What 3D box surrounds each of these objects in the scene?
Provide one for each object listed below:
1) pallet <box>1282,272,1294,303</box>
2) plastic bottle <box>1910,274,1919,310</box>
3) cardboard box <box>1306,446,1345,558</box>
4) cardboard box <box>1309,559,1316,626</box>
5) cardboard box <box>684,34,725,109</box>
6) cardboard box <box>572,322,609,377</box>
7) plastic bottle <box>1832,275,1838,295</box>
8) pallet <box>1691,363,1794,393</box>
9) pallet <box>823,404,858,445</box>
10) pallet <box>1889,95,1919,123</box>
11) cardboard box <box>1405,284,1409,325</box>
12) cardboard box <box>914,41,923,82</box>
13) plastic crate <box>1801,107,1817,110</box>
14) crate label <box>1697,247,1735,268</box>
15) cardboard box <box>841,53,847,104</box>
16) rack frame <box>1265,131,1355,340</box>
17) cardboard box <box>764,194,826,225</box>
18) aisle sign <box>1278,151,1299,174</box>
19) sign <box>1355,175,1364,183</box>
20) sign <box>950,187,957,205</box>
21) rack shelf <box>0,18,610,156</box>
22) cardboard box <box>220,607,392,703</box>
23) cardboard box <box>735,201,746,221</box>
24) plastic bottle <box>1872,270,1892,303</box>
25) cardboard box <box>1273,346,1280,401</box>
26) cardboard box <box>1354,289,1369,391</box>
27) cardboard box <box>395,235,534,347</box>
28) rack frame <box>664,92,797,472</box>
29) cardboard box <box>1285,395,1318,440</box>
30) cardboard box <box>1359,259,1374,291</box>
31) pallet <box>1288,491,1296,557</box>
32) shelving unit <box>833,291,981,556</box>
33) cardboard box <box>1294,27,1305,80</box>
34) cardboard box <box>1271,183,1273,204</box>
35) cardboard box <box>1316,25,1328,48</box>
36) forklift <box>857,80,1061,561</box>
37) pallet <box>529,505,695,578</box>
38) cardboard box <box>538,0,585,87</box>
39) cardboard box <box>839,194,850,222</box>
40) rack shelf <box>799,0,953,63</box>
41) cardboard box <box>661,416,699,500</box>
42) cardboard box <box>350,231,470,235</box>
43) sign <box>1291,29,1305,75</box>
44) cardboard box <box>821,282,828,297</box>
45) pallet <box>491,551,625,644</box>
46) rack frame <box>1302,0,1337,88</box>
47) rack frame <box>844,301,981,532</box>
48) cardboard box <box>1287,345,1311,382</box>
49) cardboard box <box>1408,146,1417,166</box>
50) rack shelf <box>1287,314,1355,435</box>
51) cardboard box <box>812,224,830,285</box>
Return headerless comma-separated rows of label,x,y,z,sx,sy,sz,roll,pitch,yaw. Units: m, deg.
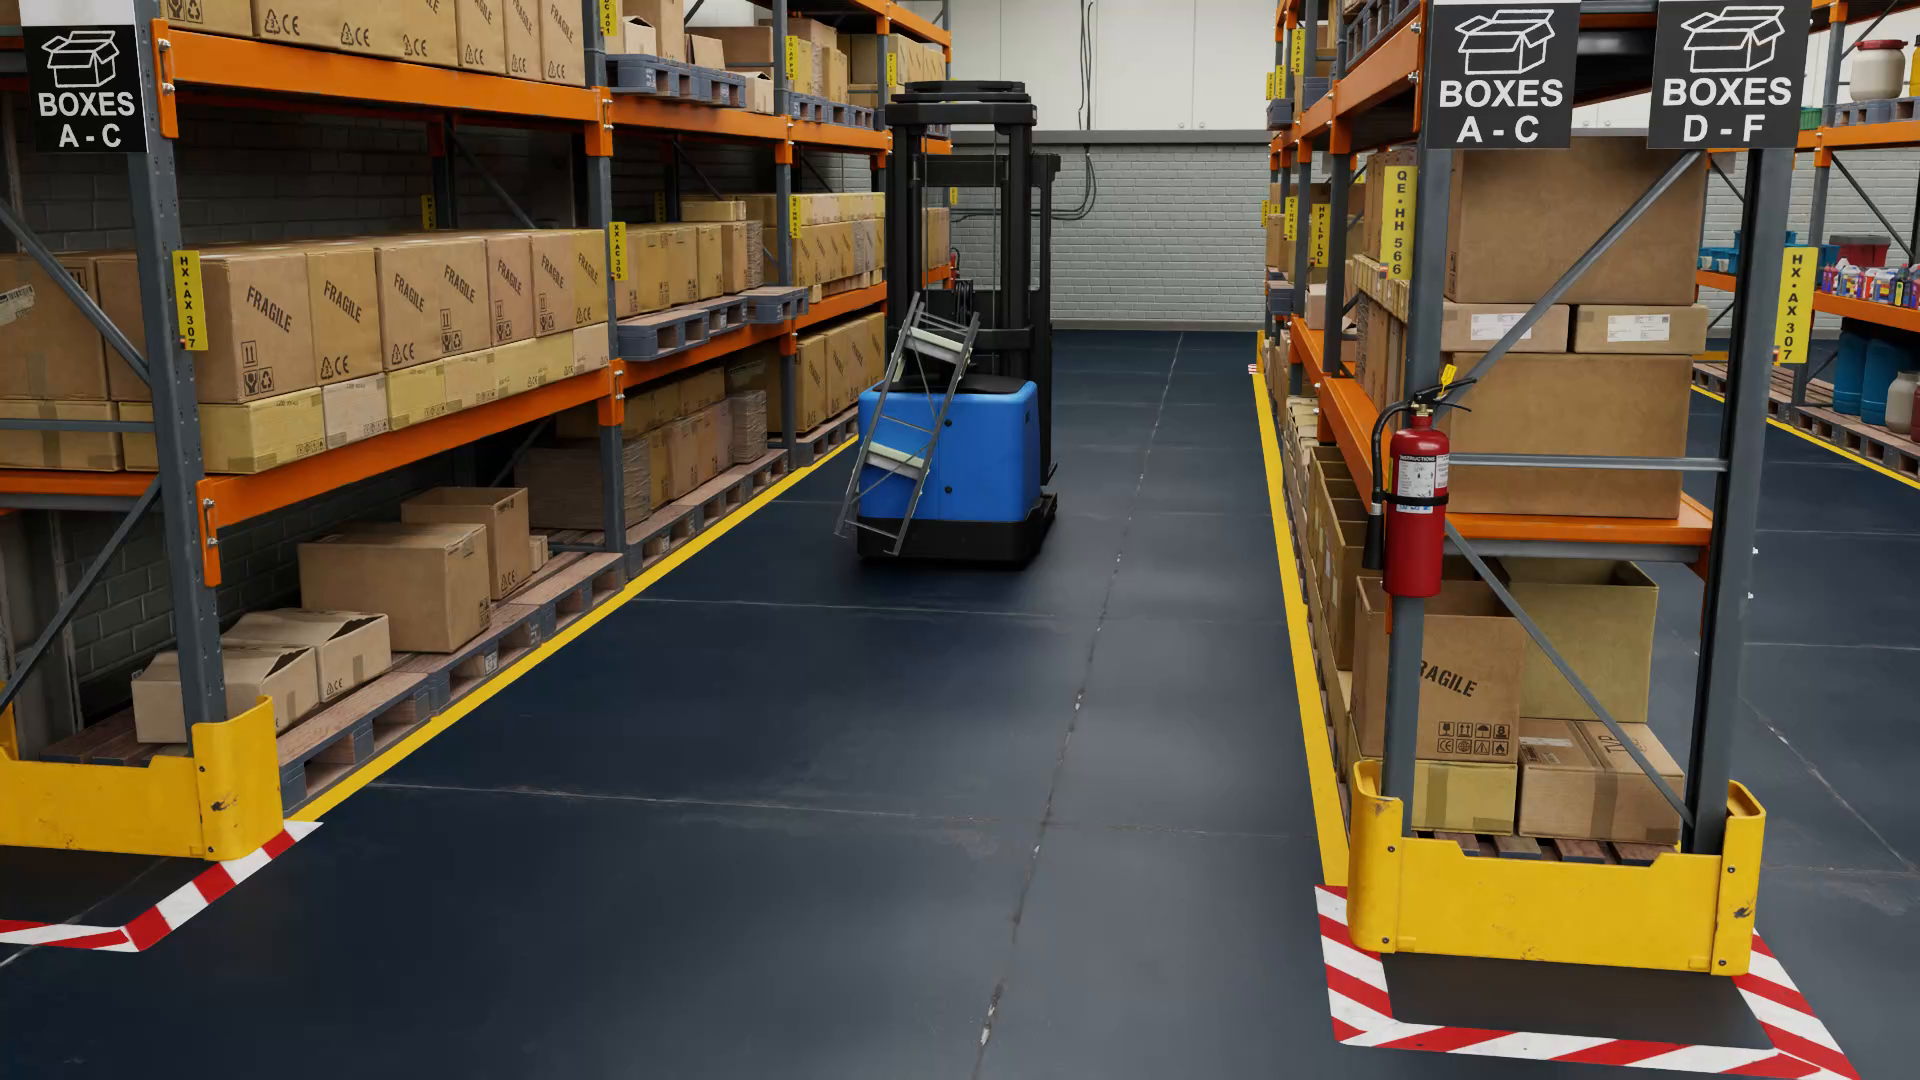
pallet,3.343,-2.200,14.538,1.003,0.211,1.213,2,12,9
plastic bottle,7.759,-2.007,13.461,0.061,0.283,0.133,2,12,9
cardboard box,2.053,-0.198,8.540,0.500,0.500,0.500,2,12,9
cardboard box,1.981,0.273,8.136,0.500,0.250,0.500,2,12,9
cardboard box,-2.137,-3.308,11.813,0.797,0.503,0.637,4,13,17
cardboard box,-2.235,-1.044,9.027,0.500,0.250,0.500,2,12,9
plastic bottle,8.060,-2.348,15.242,0.097,0.201,0.097,0,12,0
pallet,9.008,-1.860,19.121,1.003,0.211,1.213,2,12,9
pallet,-1.461,-1.100,15.599,1.003,0.211,1.213,2,12,9
pallet,8.362,-3.532,13.590,1.003,0.211,1.213,2,12,9
cardboard box,1.808,-0.835,5.973,0.380,0.149,0.250,2,12,9
cardboard box,-0.701,-5.245,18.431,0.500,0.500,0.500,2,12,9
plastic crate,8.383,-4.145,16.383,0.416,0.233,0.300,2,12,9
crate label,8.810,-3.300,19.440,0.416,0.233,0.303,2,12,9
cardboard box,-1.475,-4.432,16.037,0.700,0.500,0.500,1,12,6
rack frame,4.279,-3.554,20.366,1.000,3.000,0.127,2,12,9
cardboard box,-1.440,-2.817,14.176,0.500,0.250,0.500,2,12,8
aisle sign,4.000,-4.849,20.202,0.394,0.787,0.004,2,12,9
sign,4.825,-4.253,20.108,0.100,0.325,0.005,2,12,9
sign,-0.082,-4.375,20.865,0.100,0.325,0.005,2,12,9
rack shelf,-2.769,-1.914,7.344,1.077,0.370,4.000,2,12,9
cardboard box,-2.794,0.456,7.095,0.500,0.311,0.500,3,13,13
cardboard box,-1.870,-2.557,12.917,0.380,0.149,0.250,0,12,1
plastic bottle,7.932,-2.175,14.259,0.152,0.276,0.135,2,12,9
cardboard box,3.349,-1.622,16.289,0.500,0.500,0.500,1,12,6
cardboard box,2.372,-1.013,8.335,0.700,0.500,0.500,2,12,7
cardboard box,-2.388,-1.202,7.980,0.500,0.500,0.500,2,12,7
rack frame,-1.846,-2.049,13.380,1.000,3.000,0.127,2,12,9
cardboard box,2.678,-0.925,12.363,0.500,0.311,0.500,2,12,11
cardboard box,2.125,-1.267,7.974,0.380,0.149,0.250,2,12,7
pallet,2.694,-0.103,10.968,1.003,0.211,1.213,2,12,9
shelving unit,-0.308,-0.700,10.107,0.431,1.500,0.755,19,4,0
cardboard box,3.701,-4.828,16.546,0.700,0.500,0.500,2,12,9
cardboard box,3.878,-3.899,19.355,0.500,0.500,0.500,2,12,9
cardboard box,3.311,-4.111,14.357,0.600,0.600,0.600,1,12,6
forklift,0.092,-1.564,11.294,1.130,2.935,3.031,2,12,8
pallet,-2.343,-0.015,10.562,1.003,0.211,1.213,2,12,9
cardboard box,-2.295,-2.627,8.660,0.500,0.500,0.500,2,12,10
cardboard box,-1.295,-3.028,15.153,0.500,0.250,0.500,2,12,7
rack shelf,-0.924,-5.683,18.661,1.077,0.370,4.000,2,12,9
cardboard box,-2.217,-0.577,11.440,0.700,0.500,0.500,2,12,9
cardboard box,-2.824,-1.320,8.529,0.500,0.500,0.500,2,12,8
sign,2.513,-3.626,12.352,0.100,0.325,0.005,2,12,9
cardboard box,-1.397,-2.265,14.934,0.380,0.149,0.250,2,12,10
pallet,-2.530,0.288,9.156,1.003,0.211,1.213,2,12,9
rack frame,3.049,-4.822,12.007,1.000,3.000,0.127,2,12,9
rack frame,-0.301,-0.722,10.472,0.400,1.500,0.023,19,4,0
cardboard box,2.965,-1.463,13.770,0.500,0.250,0.500,2,12,11
cardboard box,2.063,-1.229,6.260,0.700,0.500,0.500,2,12,9
rack shelf,2.741,-1.121,10.783,1.077,0.370,4.000,2,12,9
cardboard box,-1.429,-2.454,14.271,0.500,0.500,0.500,2,12,11
